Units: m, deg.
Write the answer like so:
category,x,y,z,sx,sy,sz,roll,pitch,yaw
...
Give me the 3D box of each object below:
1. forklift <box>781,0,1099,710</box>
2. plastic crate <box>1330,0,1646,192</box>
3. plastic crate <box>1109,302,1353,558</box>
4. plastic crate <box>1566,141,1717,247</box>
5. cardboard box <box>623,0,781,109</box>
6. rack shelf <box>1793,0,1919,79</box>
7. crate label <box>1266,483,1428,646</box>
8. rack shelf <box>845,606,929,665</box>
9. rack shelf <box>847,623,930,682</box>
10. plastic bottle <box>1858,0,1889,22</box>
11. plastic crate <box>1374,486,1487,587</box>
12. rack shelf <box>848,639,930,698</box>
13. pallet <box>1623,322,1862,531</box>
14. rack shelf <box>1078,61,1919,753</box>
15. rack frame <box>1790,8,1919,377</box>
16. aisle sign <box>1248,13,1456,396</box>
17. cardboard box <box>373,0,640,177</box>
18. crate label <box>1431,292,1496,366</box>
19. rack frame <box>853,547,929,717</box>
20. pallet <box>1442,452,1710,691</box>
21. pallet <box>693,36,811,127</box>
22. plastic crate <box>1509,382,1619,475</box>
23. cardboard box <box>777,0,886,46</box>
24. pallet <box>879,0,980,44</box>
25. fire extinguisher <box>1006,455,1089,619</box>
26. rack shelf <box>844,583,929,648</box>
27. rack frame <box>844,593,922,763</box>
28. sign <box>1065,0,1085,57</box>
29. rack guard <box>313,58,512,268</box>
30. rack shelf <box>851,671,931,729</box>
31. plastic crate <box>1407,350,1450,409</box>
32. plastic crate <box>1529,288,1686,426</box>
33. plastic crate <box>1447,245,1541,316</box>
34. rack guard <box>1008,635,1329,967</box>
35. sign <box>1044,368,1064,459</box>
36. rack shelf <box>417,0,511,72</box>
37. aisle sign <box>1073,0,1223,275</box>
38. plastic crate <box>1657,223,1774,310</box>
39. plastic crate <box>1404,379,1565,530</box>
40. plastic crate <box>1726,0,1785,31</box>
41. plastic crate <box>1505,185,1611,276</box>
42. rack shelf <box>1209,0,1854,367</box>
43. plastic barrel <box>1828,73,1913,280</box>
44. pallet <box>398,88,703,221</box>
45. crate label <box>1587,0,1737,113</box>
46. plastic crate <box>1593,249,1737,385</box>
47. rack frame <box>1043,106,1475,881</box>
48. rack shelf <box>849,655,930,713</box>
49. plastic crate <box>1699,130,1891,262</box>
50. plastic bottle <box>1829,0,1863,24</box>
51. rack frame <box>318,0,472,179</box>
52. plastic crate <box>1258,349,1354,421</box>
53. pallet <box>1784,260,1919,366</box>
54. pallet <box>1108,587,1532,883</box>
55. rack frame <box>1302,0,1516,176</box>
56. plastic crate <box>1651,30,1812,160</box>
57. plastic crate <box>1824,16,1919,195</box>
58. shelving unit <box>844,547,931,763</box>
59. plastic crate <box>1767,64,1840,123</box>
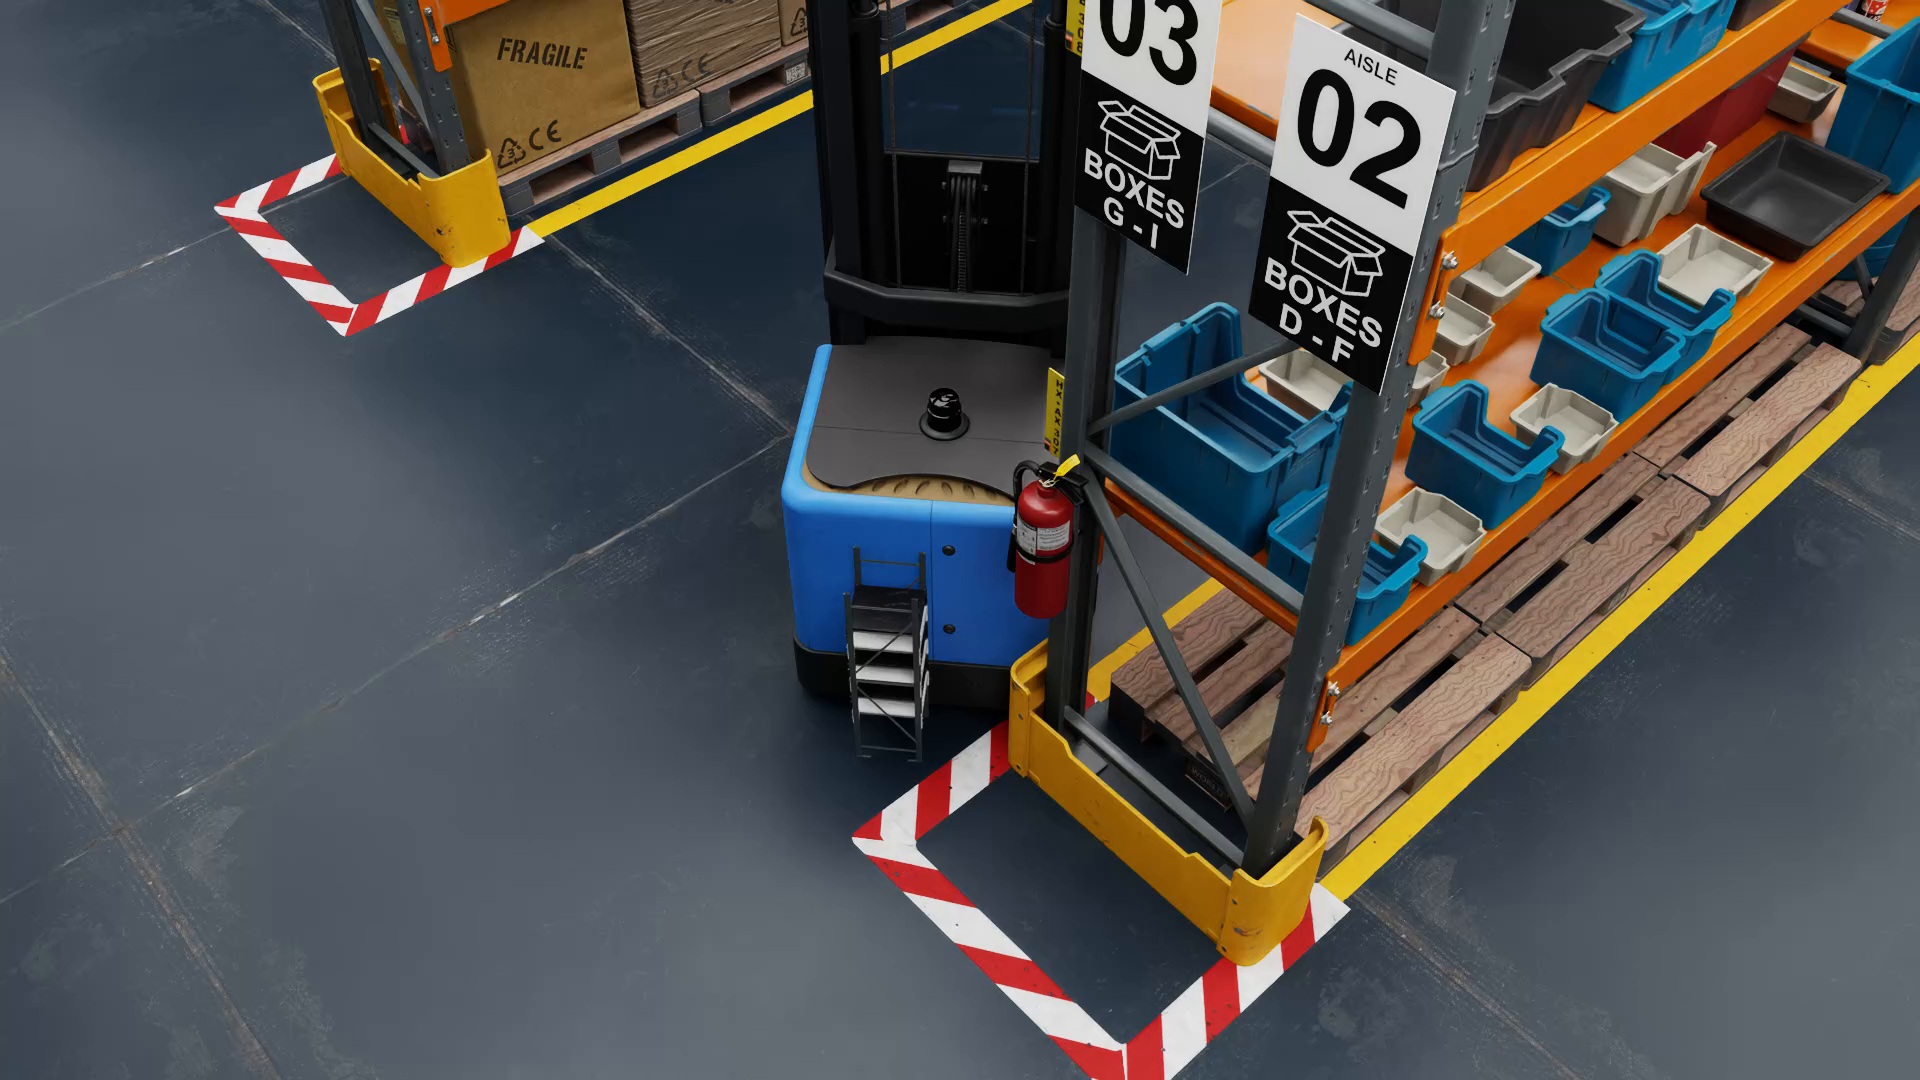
category,x,y,z,sx,sy,sz,roll,pitch,yaw
forklift,0.068,-1.451,6.094,1.130,2.935,3.031,5,47,4
plastic crate,1.147,-1.030,3.707,0.590,0.269,0.497,-34,56,-27
plastic crate,0.797,-0.318,4.937,0.499,0.435,0.616,-34,56,-27
plastic crate,2.381,-1.321,5.968,0.530,0.282,0.437,-34,56,-27
cardboard box,-1.564,-2.943,8.585,0.875,0.875,0.875,-34,56,-27
rack shelf,5.114,-2.741,7.727,4.000,0.370,1.077,-34,56,-27
crate label,1.079,0.075,4.713,0.303,0.233,0.416,-34,56,-27
rack shelf,-0.245,0.314,5.649,0.258,0.077,0.200,5,47,4
rack shelf,-0.245,0.375,5.715,0.258,0.077,0.200,5,47,4
plastic bottle,3.806,-2.241,6.912,0.097,0.201,0.097,0,47,0
plastic crate,1.372,-0.006,4.853,0.298,0.136,0.250,-34,56,-27
rack shelf,-0.245,0.436,5.781,0.258,0.077,0.200,5,47,4
pallet,3.116,-0.666,7.221,1.213,0.211,1.003,-34,56,-27
rack shelf,2.155,-0.763,5.903,4.000,0.370,1.077,-34,56,-27
rack frame,3.634,-1.996,6.551,0.127,3.000,1.000,-34,56,-27
aisle sign,0.821,-0.703,3.589,0.004,0.787,0.394,-34,56,-27
cardboard box,-2.237,-2.493,8.170,0.875,0.875,0.875,-34,56,-27
crate label,1.570,-0.737,5.528,0.243,0.136,0.396,-34,56,-27
rack frame,-0.234,0.339,5.825,0.240,0.900,0.006,5,47,4
pallet,2.213,-0.059,6.661,1.213,0.211,1.003,-34,56,-27
pallet,-1.216,-2.804,9.193,1.213,0.211,1.003,-34,56,-27
plastic crate,1.874,-0.341,5.162,0.298,0.136,0.250,-34,56,-27
cardboard box,-0.906,-3.383,8.991,0.875,0.875,0.875,-34,56,-27
pallet,-0.313,-3.410,9.753,1.213,0.211,1.003,-34,56,-27
fire extinguisher,0.258,-0.038,5.050,0.183,0.674,0.296,-34,56,-27
rack shelf,-0.245,0.252,5.583,0.258,0.077,0.200,5,47,4
rack frame,-0.256,0.487,5.688,0.240,0.900,0.006,5,47,4
sign,0.293,-1.291,3.930,0.005,0.325,0.100,-34,56,-27
rack guard,-2.675,-1.852,8.119,0.348,0.500,1.175,-34,56,-27
rack shelf,-0.245,0.558,5.913,0.258,0.077,0.200,5,47,4
plastic crate,1.381,-0.586,5.388,0.243,0.136,0.396,-34,56,-27
plastic crate,2.053,-0.576,5.313,0.300,0.233,0.416,-34,56,-27
plastic crate,1.777,-0.894,5.672,0.250,0.136,0.298,-34,56,-27
rack guard,0.666,0.848,5.627,0.348,0.500,1.175,-34,56,-27
sign,0.293,-0.365,4.934,0.005,0.325,0.100,-34,56,-27
rack shelf,-1.177,-3.456,8.388,4.000,0.370,1.077,-34,56,-27
aisle sign,0.425,-1.023,3.885,0.004,0.787,0.394,-34,56,-27
plastic crate,2.548,-0.902,5.680,0.466,0.136,0.293,-34,56,-27
plastic crate,1.566,-0.250,5.013,0.300,0.233,0.416,-34,56,-27
plastic crate,1.990,-1.620,4.205,0.767,0.338,0.504,-34,56,-27
plastic crate,2.022,-1.137,5.831,0.300,0.233,0.416,-34,56,-27
rack shelf,2.155,-1.780,4.800,4.000,0.370,1.077,-34,56,-27
plastic barrel,4.048,-1.686,7.407,0.708,0.901,0.600,-34,56,-27
pallet,-2.118,-2.204,8.640,1.213,0.211,1.003,-34,56,-27
crate label,1.575,-1.265,3.937,0.502,0.251,0.408,-34,56,-27
plastic crate,2.275,-0.724,5.450,0.300,0.233,0.416,-34,56,-27
rack frame,0.675,-0.018,4.726,0.127,3.000,1.000,-34,56,-27
rack shelf,-0.245,0.497,5.847,0.258,0.077,0.200,5,47,4
plastic crate,2.987,-1.223,5.984,0.590,0.125,0.437,-34,56,-27
plastic bottle,3.709,-2.324,6.938,0.135,0.276,0.152,-34,56,-27
rack frame,-2.657,-2.711,7.211,0.127,3.000,1.000,-34,56,-27
plastic crate,1.156,-0.451,5.264,0.243,0.136,0.396,-34,56,-27
pallet,4.233,-1.409,7.907,1.213,0.211,1.003,-34,56,-27
pallet,1.311,0.541,6.107,1.213,0.211,1.003,-34,56,-27
rack frame,0.675,-2.053,2.521,0.127,3.000,1.000,-34,56,-27
plastic crate,2.805,-1.733,6.224,0.583,0.464,0.402,-34,56,-27
plastic crate,3.518,-1.595,6.150,0.575,0.384,0.392,-34,56,-27
shelving unit,-0.245,0.413,5.757,0.258,0.900,0.210,5,47,4
plastic crate,3.194,-1.774,6.485,0.243,0.136,0.396,-34,56,-27
